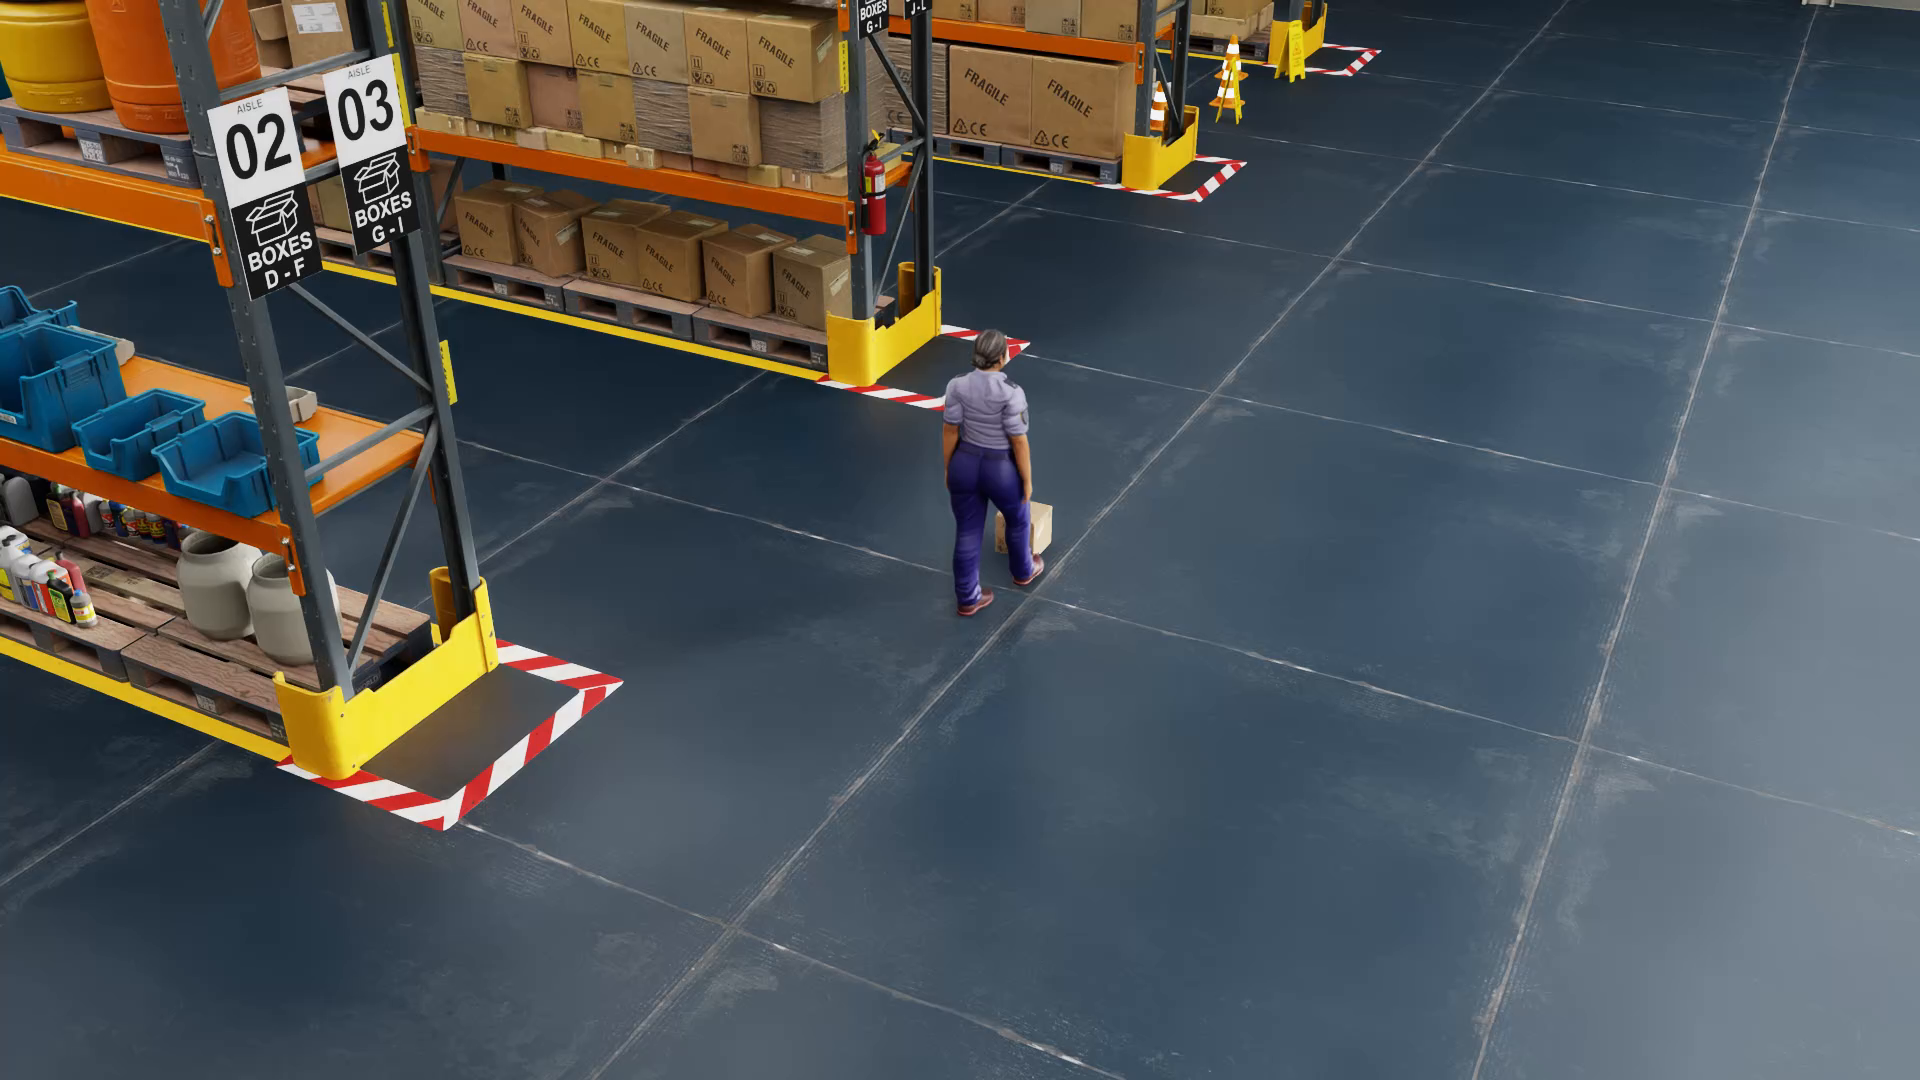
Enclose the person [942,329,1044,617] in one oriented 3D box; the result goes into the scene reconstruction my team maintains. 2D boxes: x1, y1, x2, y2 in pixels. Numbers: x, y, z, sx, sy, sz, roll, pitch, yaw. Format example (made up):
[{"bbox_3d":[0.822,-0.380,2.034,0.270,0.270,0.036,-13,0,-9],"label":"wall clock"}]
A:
[{"bbox_3d":[0.203,-0.423,9.007,0.499,1.639,0.700,11,32,18],"label":"person"}]
